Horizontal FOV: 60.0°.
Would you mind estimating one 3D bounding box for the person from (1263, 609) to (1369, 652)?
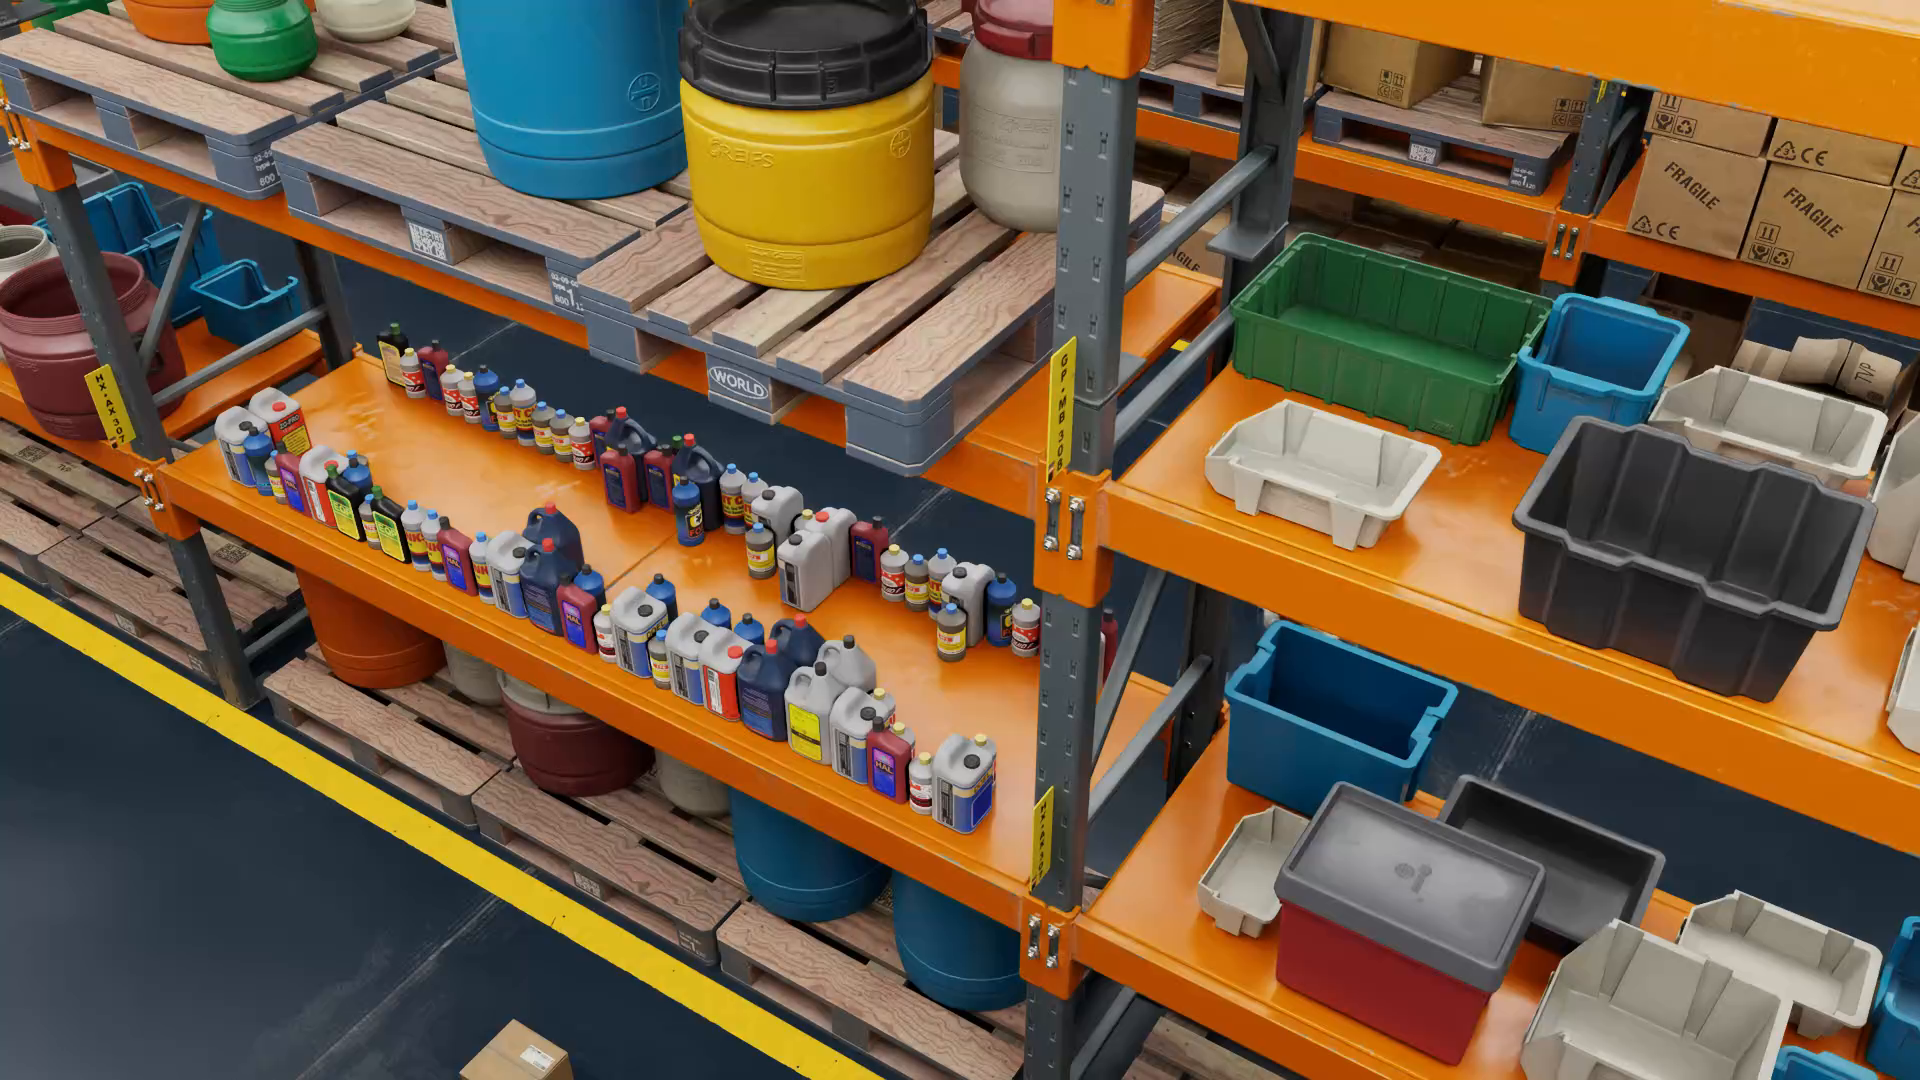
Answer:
[{"bbox_3d":[1.311,0.281,6.257,0.499,1.757,0.598,17,41,20],"label":"person"}]
